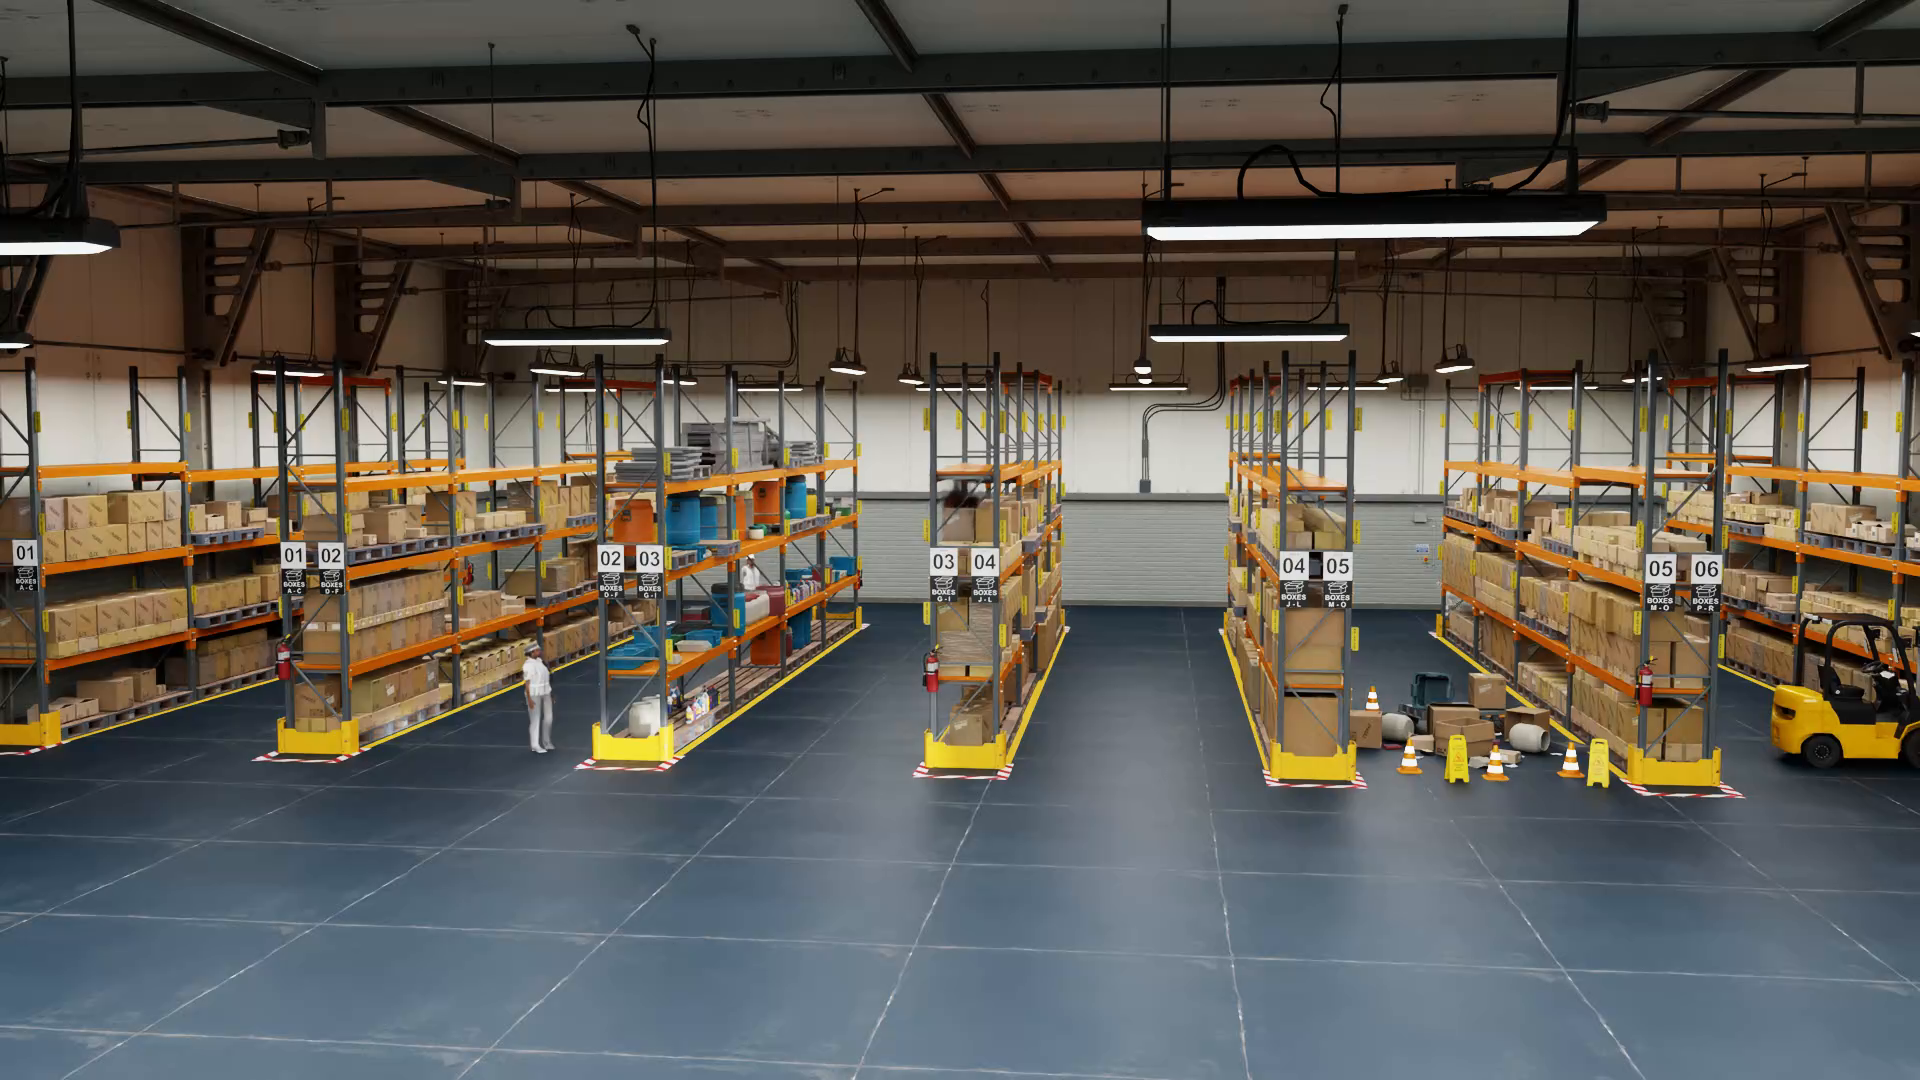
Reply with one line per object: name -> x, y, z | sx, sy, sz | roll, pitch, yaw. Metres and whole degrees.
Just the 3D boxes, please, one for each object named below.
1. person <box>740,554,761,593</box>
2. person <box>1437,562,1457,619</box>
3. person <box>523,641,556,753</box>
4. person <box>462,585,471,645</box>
person -> -5.129, 1.226, 40.991 | 0.511, 1.779, 0.554 | 3, 5, 41
person -> 12.310, 1.115, 42.063 | 0.485, 1.781, 0.537 | -1, 4, -14
person -> -6.406, 2.396, 25.339 | 0.419, 1.734, 0.542 | 3, 5, 35
person -> -10.301, 1.740, 34.733 | 0.407, 1.612, 0.928 | 1, 4, 13
